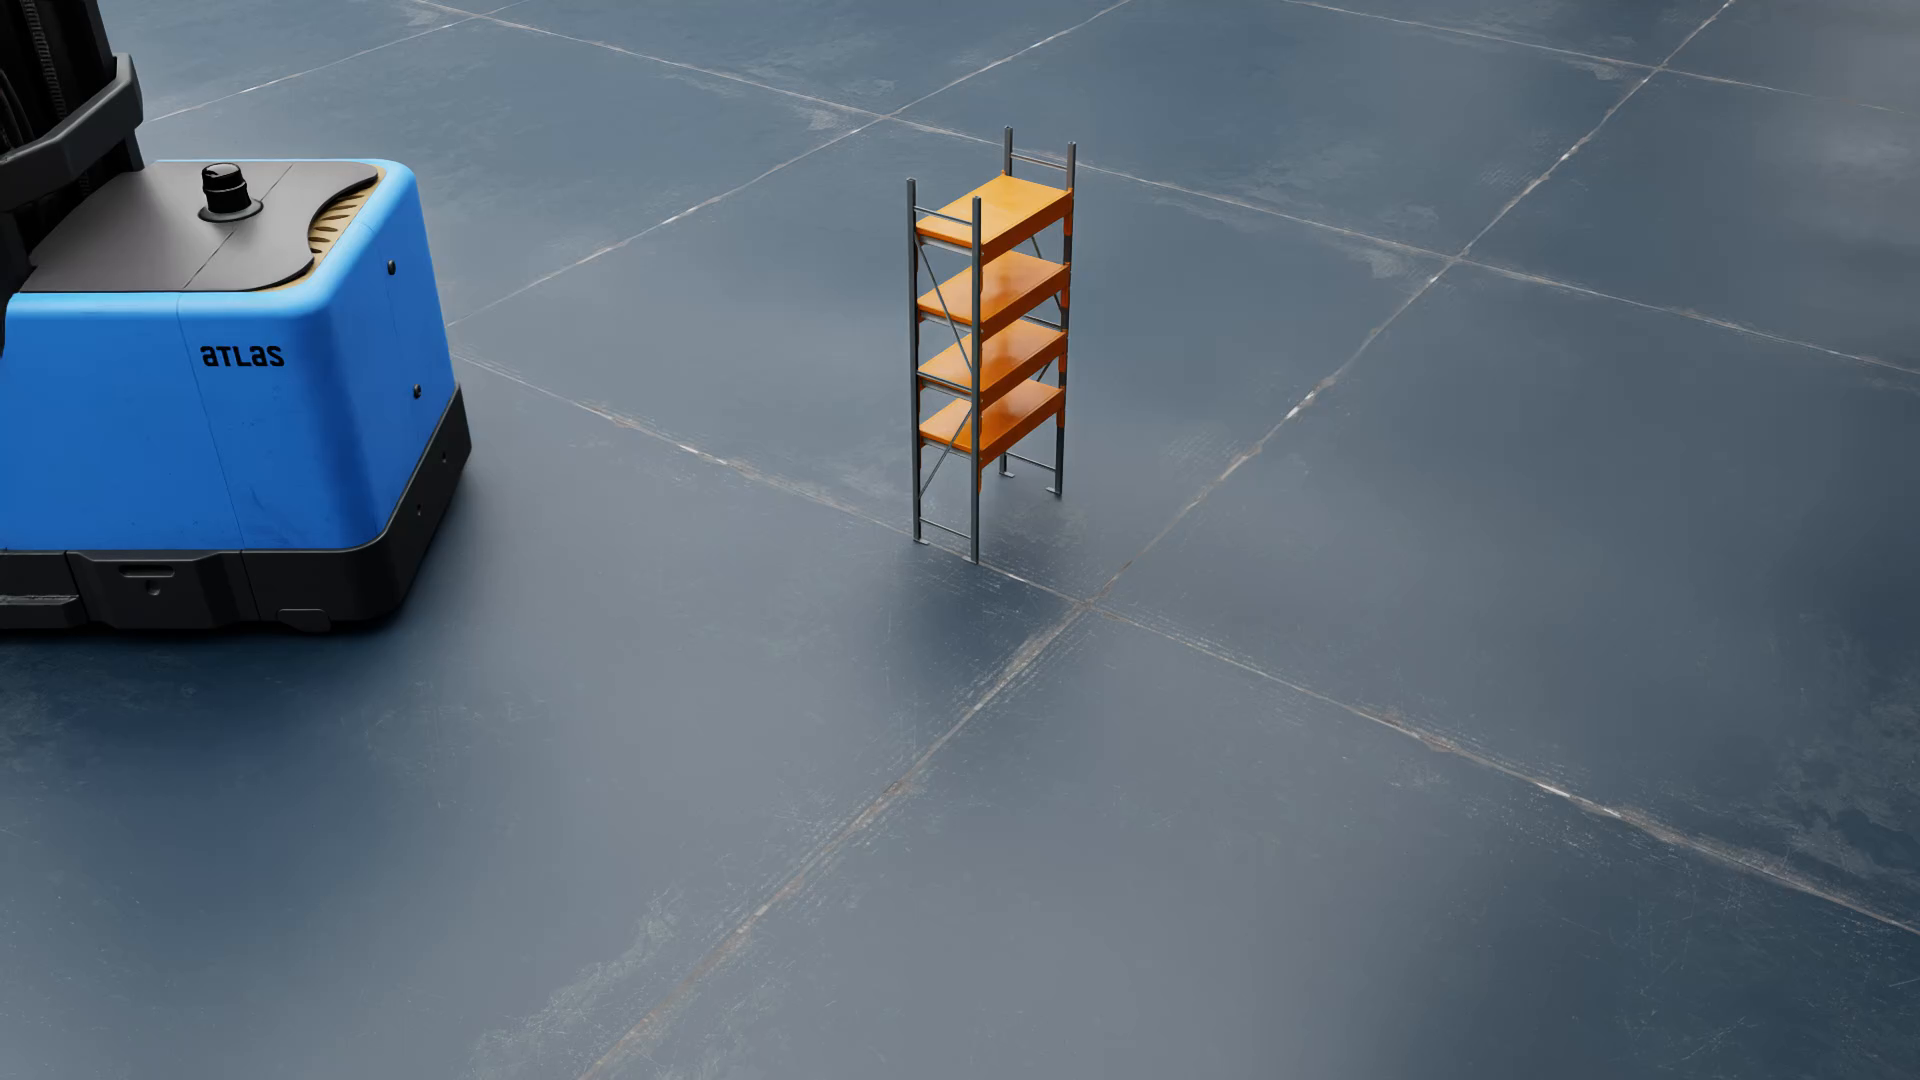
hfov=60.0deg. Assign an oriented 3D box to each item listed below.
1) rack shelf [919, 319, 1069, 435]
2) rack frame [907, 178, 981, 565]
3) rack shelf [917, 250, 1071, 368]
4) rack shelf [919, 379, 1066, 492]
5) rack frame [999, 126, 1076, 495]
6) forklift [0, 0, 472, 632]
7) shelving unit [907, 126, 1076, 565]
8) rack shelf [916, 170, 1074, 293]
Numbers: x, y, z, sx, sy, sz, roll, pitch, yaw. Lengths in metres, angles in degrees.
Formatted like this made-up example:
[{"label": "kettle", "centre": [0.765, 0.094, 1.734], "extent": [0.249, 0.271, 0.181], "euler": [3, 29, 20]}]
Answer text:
[{"label": "rack shelf", "centre": [0.094, -0.517, 5.064], "extent": [0.258, 0.148, 0.480], "euler": [21, 39, 28]}, {"label": "rack frame", "centre": [-0.045, -0.461, 4.861], "extent": [0.240, 1.200, 0.015], "euler": [21, 39, 28]}, {"label": "rack shelf", "centre": [0.094, -0.703, 4.939], "extent": [0.258, 0.148, 0.480], "euler": [21, 39, 28]}, {"label": "rack shelf", "centre": [0.094, -0.353, 5.175], "extent": [0.258, 0.148, 0.480], "euler": [21, 39, 28]}, {"label": "rack frame", "centre": [0.233, -0.686, 5.193], "extent": [0.240, 1.200, 0.015], "euler": [21, 39, 28]}, {"label": "forklift", "centre": [-3.147, -1.212, 4.426], "extent": [3.031, 2.935, 1.130], "euler": [0, 34, 0]}, {"label": "shelving unit", "centre": [0.094, -0.573, 5.027], "extent": [0.258, 1.200, 0.503], "euler": [21, 39, 28]}, {"label": "rack shelf", "centre": [0.094, -0.899, 4.806], "extent": [0.258, 0.148, 0.480], "euler": [21, 39, 28]}]
